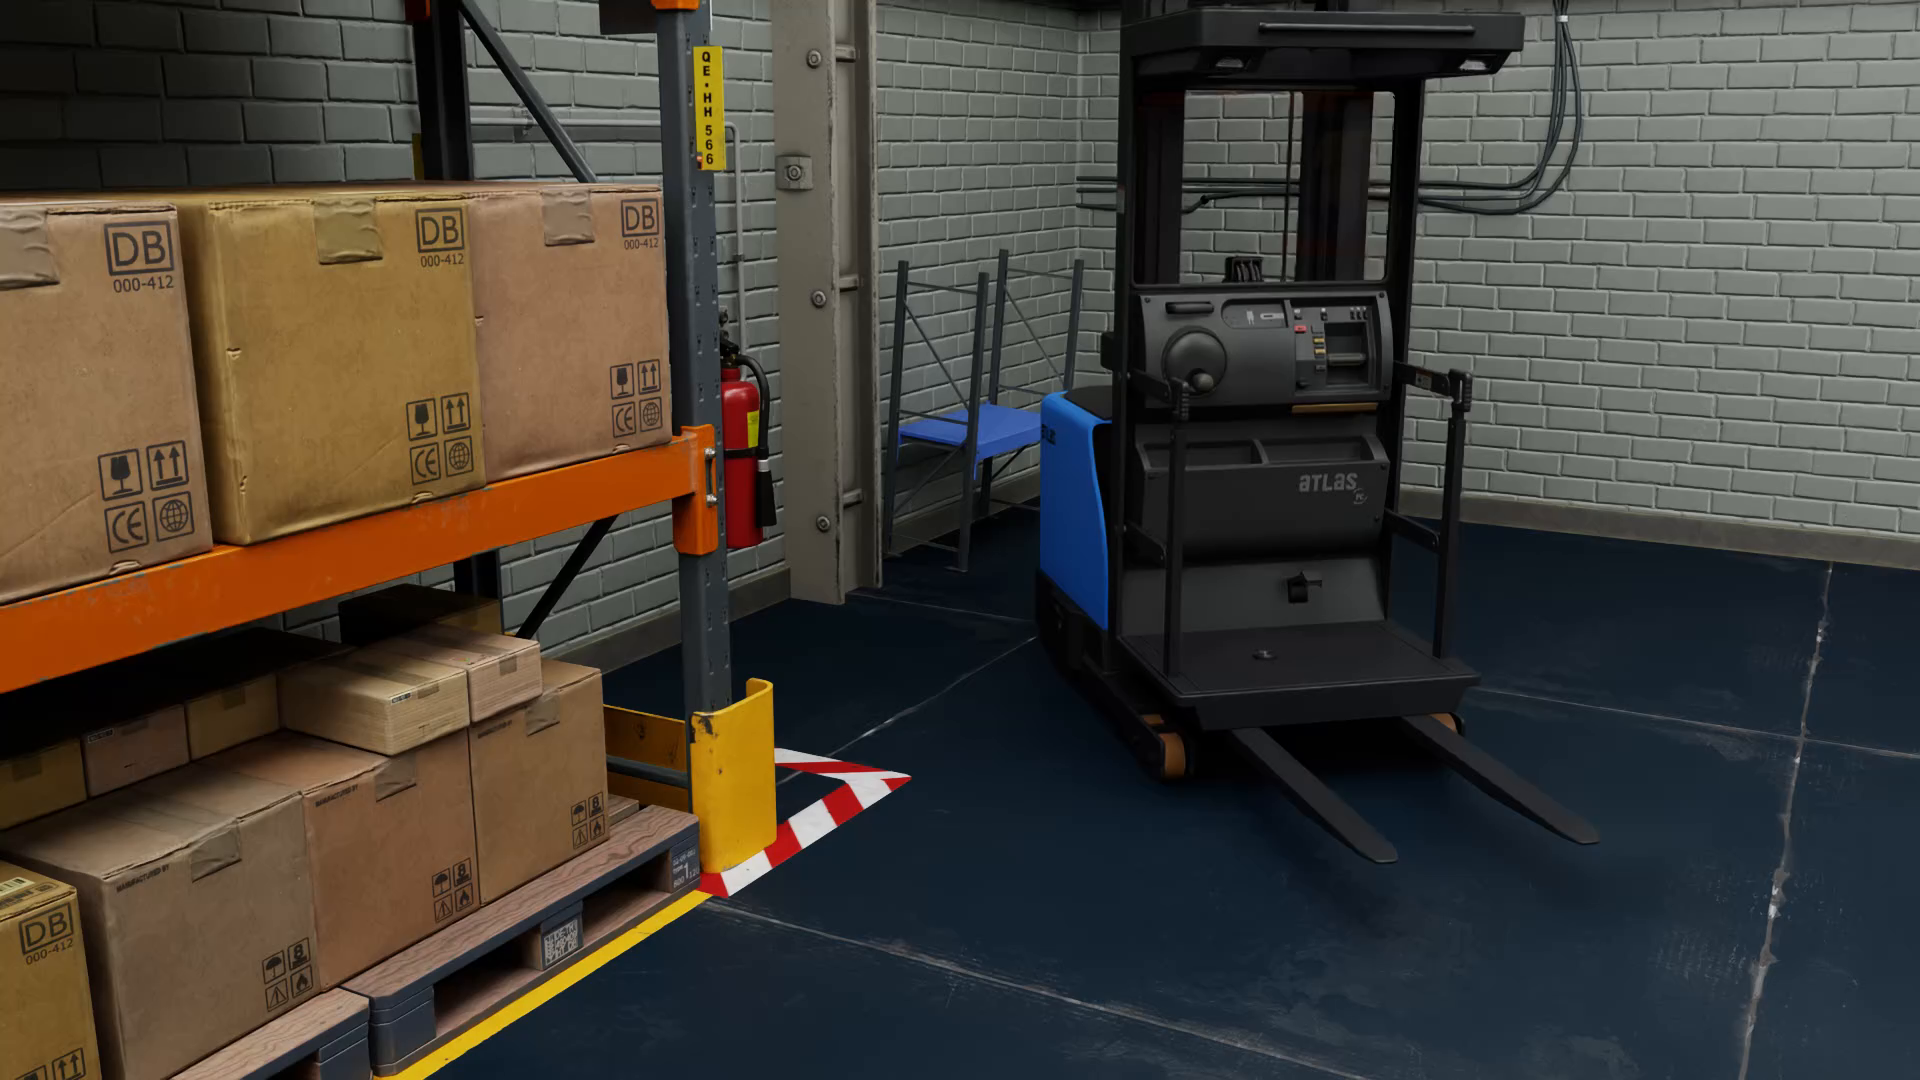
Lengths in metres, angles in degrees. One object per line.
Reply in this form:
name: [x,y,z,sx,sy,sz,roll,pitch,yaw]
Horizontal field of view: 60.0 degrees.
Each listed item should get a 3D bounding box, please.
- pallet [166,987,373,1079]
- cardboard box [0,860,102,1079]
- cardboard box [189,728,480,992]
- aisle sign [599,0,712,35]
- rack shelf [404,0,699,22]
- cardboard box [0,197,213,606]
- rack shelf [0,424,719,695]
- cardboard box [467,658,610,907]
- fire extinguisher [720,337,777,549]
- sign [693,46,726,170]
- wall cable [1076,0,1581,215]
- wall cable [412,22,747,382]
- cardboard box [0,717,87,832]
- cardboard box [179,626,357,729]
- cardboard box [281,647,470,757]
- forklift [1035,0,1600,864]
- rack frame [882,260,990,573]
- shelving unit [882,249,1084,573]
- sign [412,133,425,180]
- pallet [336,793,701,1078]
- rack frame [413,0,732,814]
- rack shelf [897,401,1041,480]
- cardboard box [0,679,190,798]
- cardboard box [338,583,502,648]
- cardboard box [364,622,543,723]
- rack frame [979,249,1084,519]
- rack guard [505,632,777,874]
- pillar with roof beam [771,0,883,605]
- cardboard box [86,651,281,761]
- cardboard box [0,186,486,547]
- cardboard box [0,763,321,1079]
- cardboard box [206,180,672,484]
pallet: [-2.061,1.218,3.531,1.003,0.211,1.213,7,15,28]
cardboard box: [-2.139,0.922,3.246,0.700,0.500,0.500,8,16,29]
cardboard box: [-1.645,0.709,4.131,0.700,0.500,0.500,7,15,28]
aisle sign: [-0.855,-1.804,4.571,0.394,0.787,0.004,7,15,28]
rack shelf: [-2.119,-1.258,2.987,1.077,0.370,4.000,7,15,28]
cardboard box: [-2.109,-0.294,3.213,0.980,0.700,0.700,7,15,25]
rack shelf: [-2.119,0.200,3.338,1.077,0.370,4.000,7,15,28]
cardboard box: [-1.403,0.606,4.557,0.700,0.500,0.500,7,15,28]
fire extinguisher: [-0.676,-0.320,4.920,0.296,0.674,0.183,7,15,28]
sign: [-0.684,-1.174,4.526,0.100,0.325,0.005,7,15,28]
wall cable: [1.895,-3.087,9.262,3.097,2.526,0.112,7,15,28]
wall cable: [-1.362,-1.424,6.371,0.084,1.984,1.851,7,15,28]
cardboard box: [-2.129,0.503,3.602,0.380,0.149,0.250,8,15,29]
cardboard box: [-1.762,0.346,4.250,0.380,0.149,0.250,7,15,28]
cardboard box: [-1.429,0.390,4.068,0.380,0.149,0.250,8,16,30]
forklift: [1.137,-0.703,5.694,1.130,2.935,3.031,-3,14,-12]
rack frame: [-0.133,-0.606,8.261,0.500,1.500,0.032,13,18,28]
shelving unit: [0.125,-0.708,8.686,0.538,1.500,1.048,13,18,28]
sign: [-1.635,-1.083,5.111,0.100,0.325,0.005,7,15,28]
pallet: [-1.471,0.969,4.565,1.003,0.211,1.213,7,15,28]
rack frame: [-1.153,-0.560,4.956,1.000,3.000,0.127,7,15,28]
rack shelf: [0.112,-0.536,8.736,0.538,0.185,1.000,13,18,28]
cardboard box: [-2.006,0.450,3.820,0.380,0.149,0.250,8,16,29]
cardboard box: [-1.518,0.242,4.681,0.380,0.149,0.250,7,15,28]
cardboard box: [-1.306,0.338,4.286,0.380,0.149,0.250,7,15,27]
rack frame: [0.383,-0.811,9.112,0.500,1.500,0.032,13,18,28]
rack guard: [-1.141,0.650,5.269,1.175,0.500,0.348,7,15,28]
pillar with roof beam: [3.164,-3.641,4.934,9.100,9.000,0.400,7,15,28]
cardboard box: [-1.884,0.398,4.037,0.380,0.149,0.250,8,15,29]
cardboard box: [-1.732,-0.449,3.858,0.980,0.700,0.700,7,15,28]
cardboard box: [-1.888,0.812,3.703,0.700,0.500,0.500,7,15,26]
cardboard box: [-1.390,-0.600,4.482,0.980,0.700,0.700,8,16,31]
